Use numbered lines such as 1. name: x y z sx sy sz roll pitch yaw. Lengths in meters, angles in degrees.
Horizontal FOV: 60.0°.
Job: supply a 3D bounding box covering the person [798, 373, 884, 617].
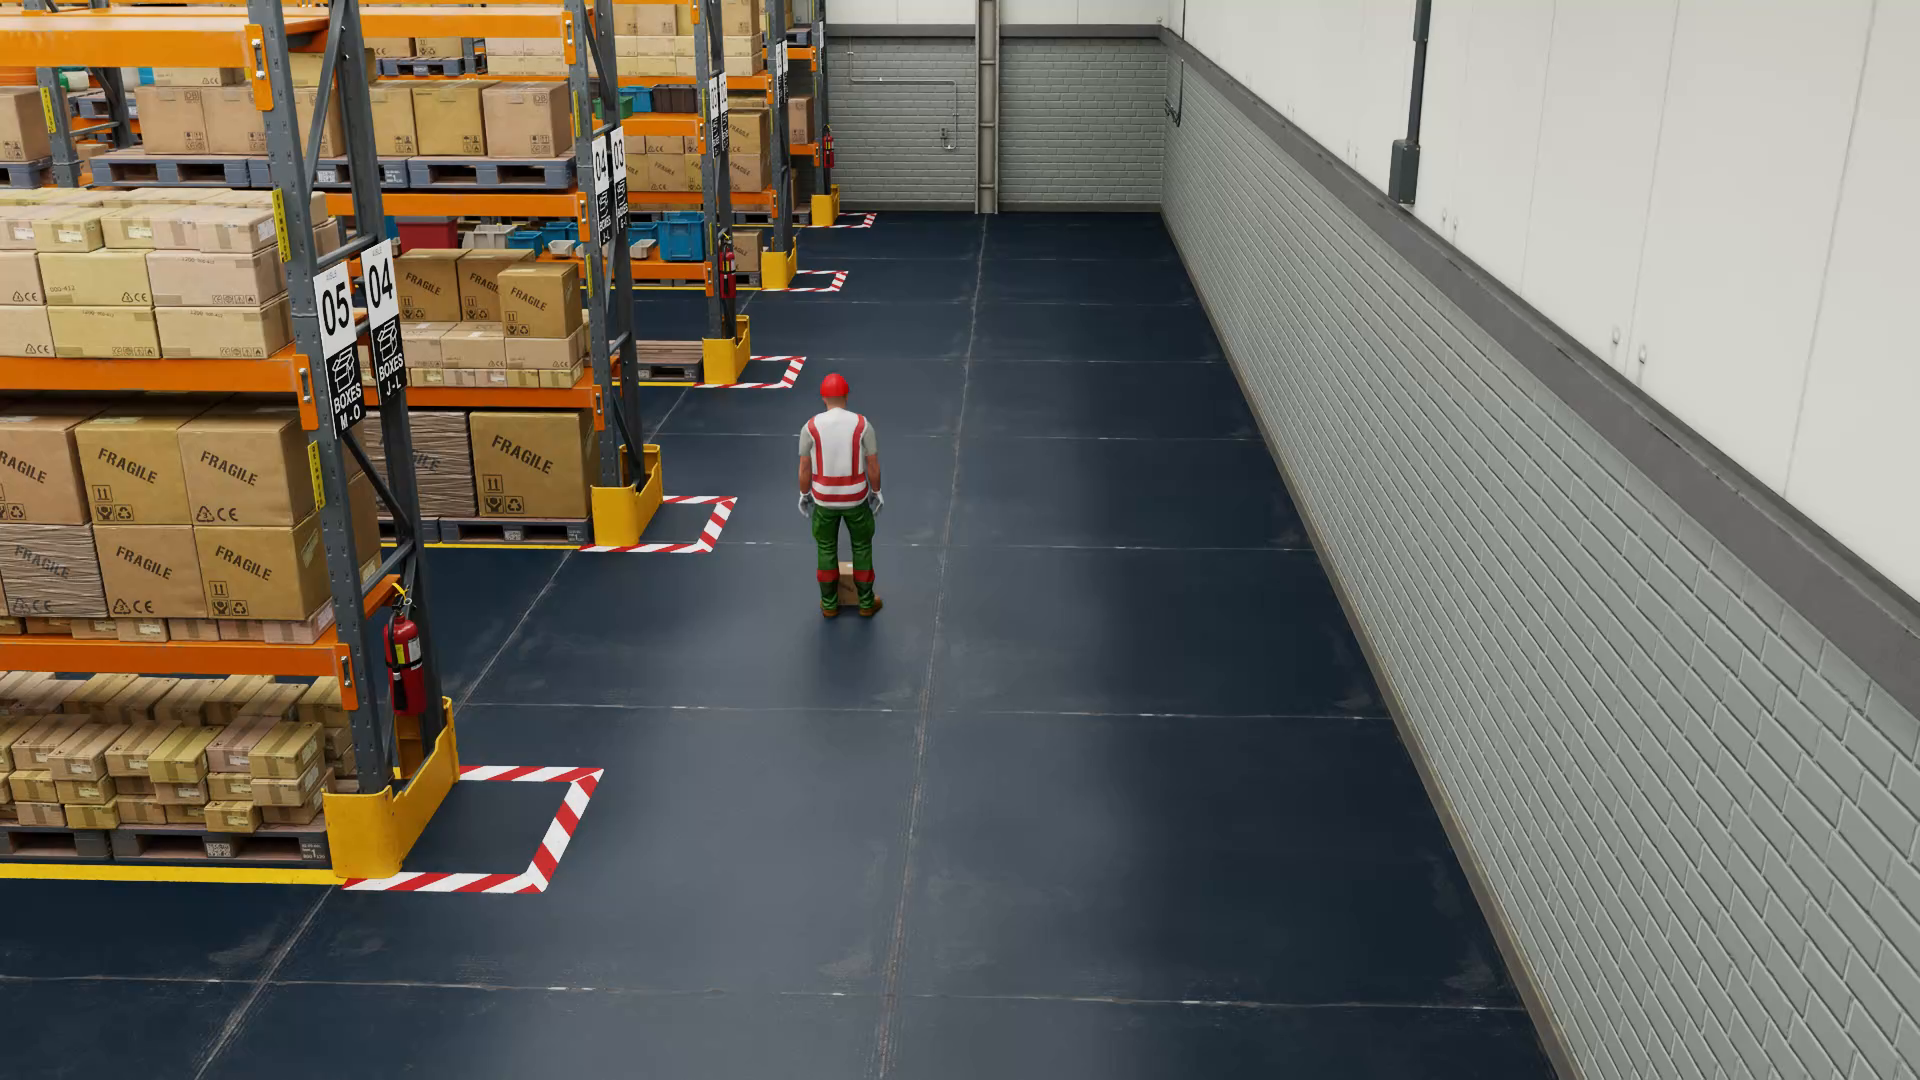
1. person: -0.851 -0.310 11.886 0.610 1.777 0.452 0 21 -1
